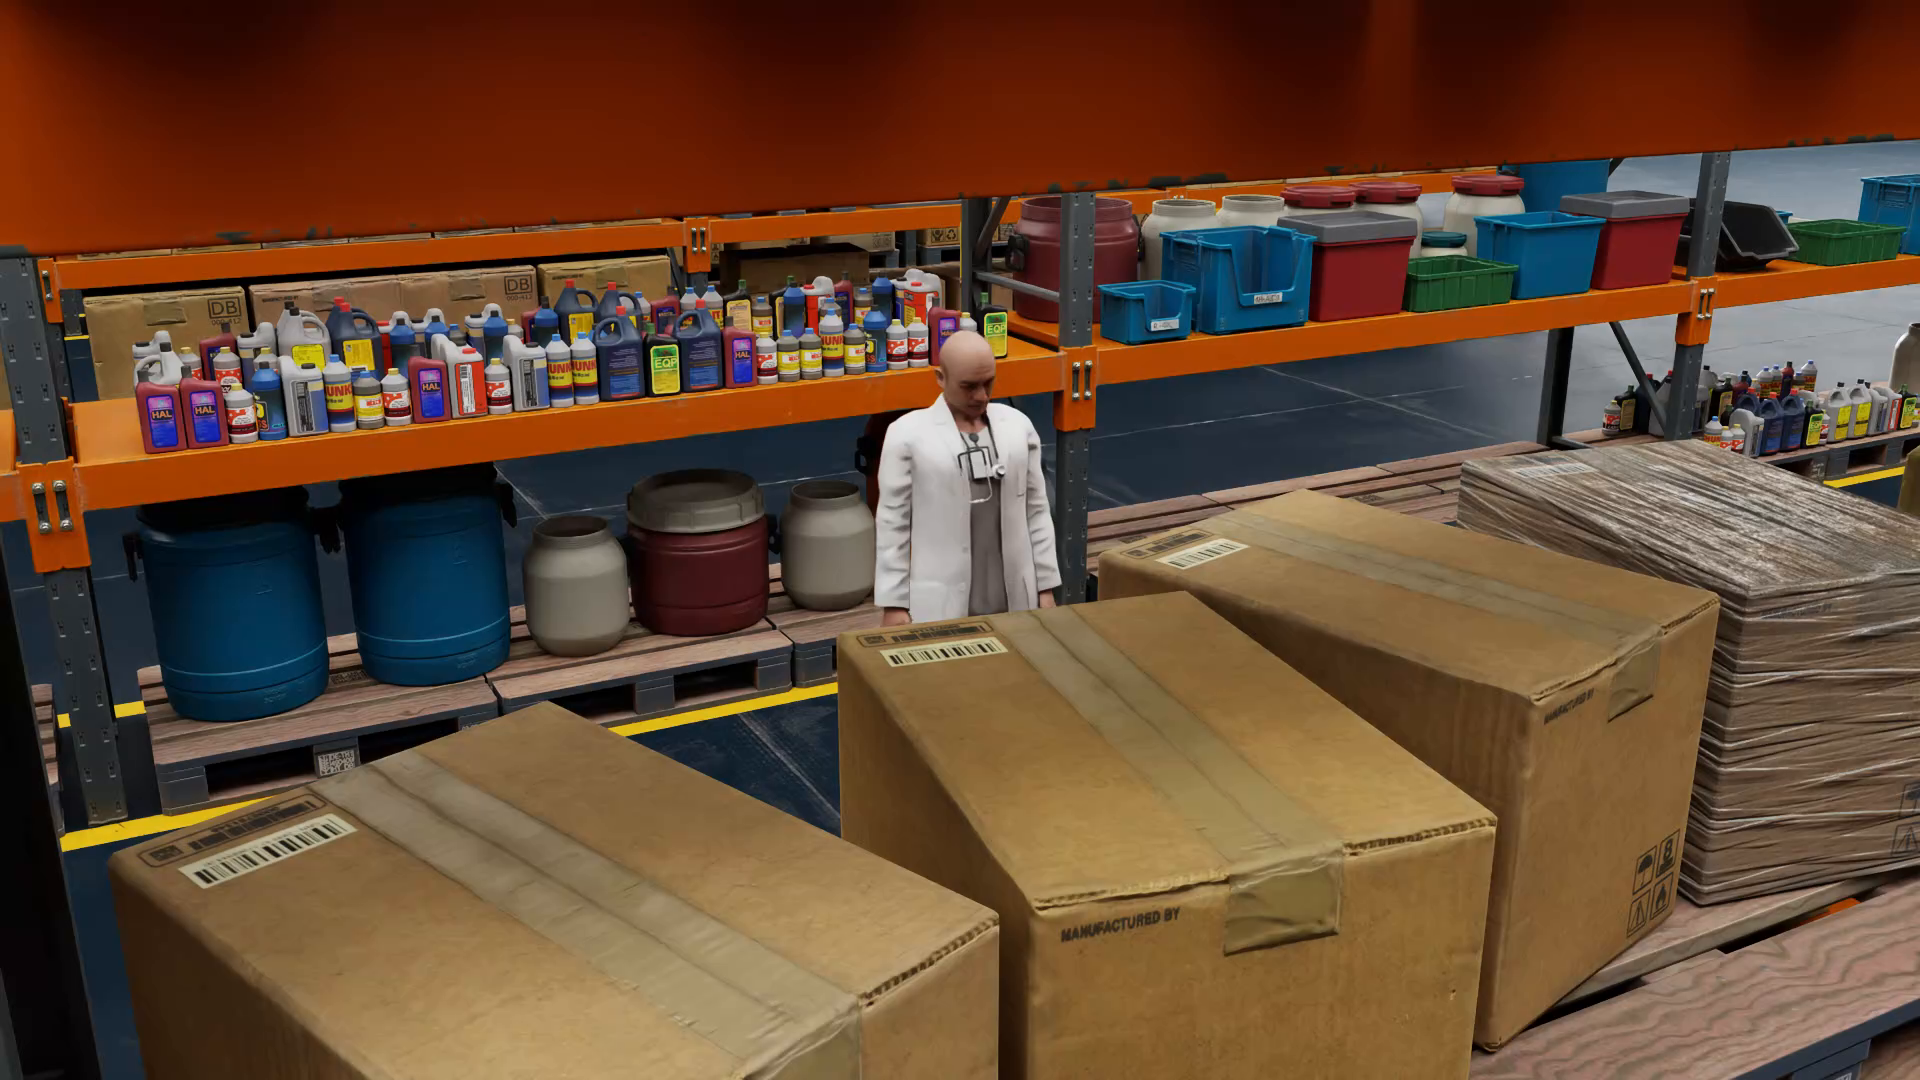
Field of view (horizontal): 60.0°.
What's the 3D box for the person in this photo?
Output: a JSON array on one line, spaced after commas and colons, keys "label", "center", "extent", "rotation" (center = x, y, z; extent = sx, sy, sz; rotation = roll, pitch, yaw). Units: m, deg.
[{"label": "person", "center": [0.059, 0.236, 5.340], "extent": [0.636, 1.797, 0.509], "rotation": [-7, 20, -22]}]
